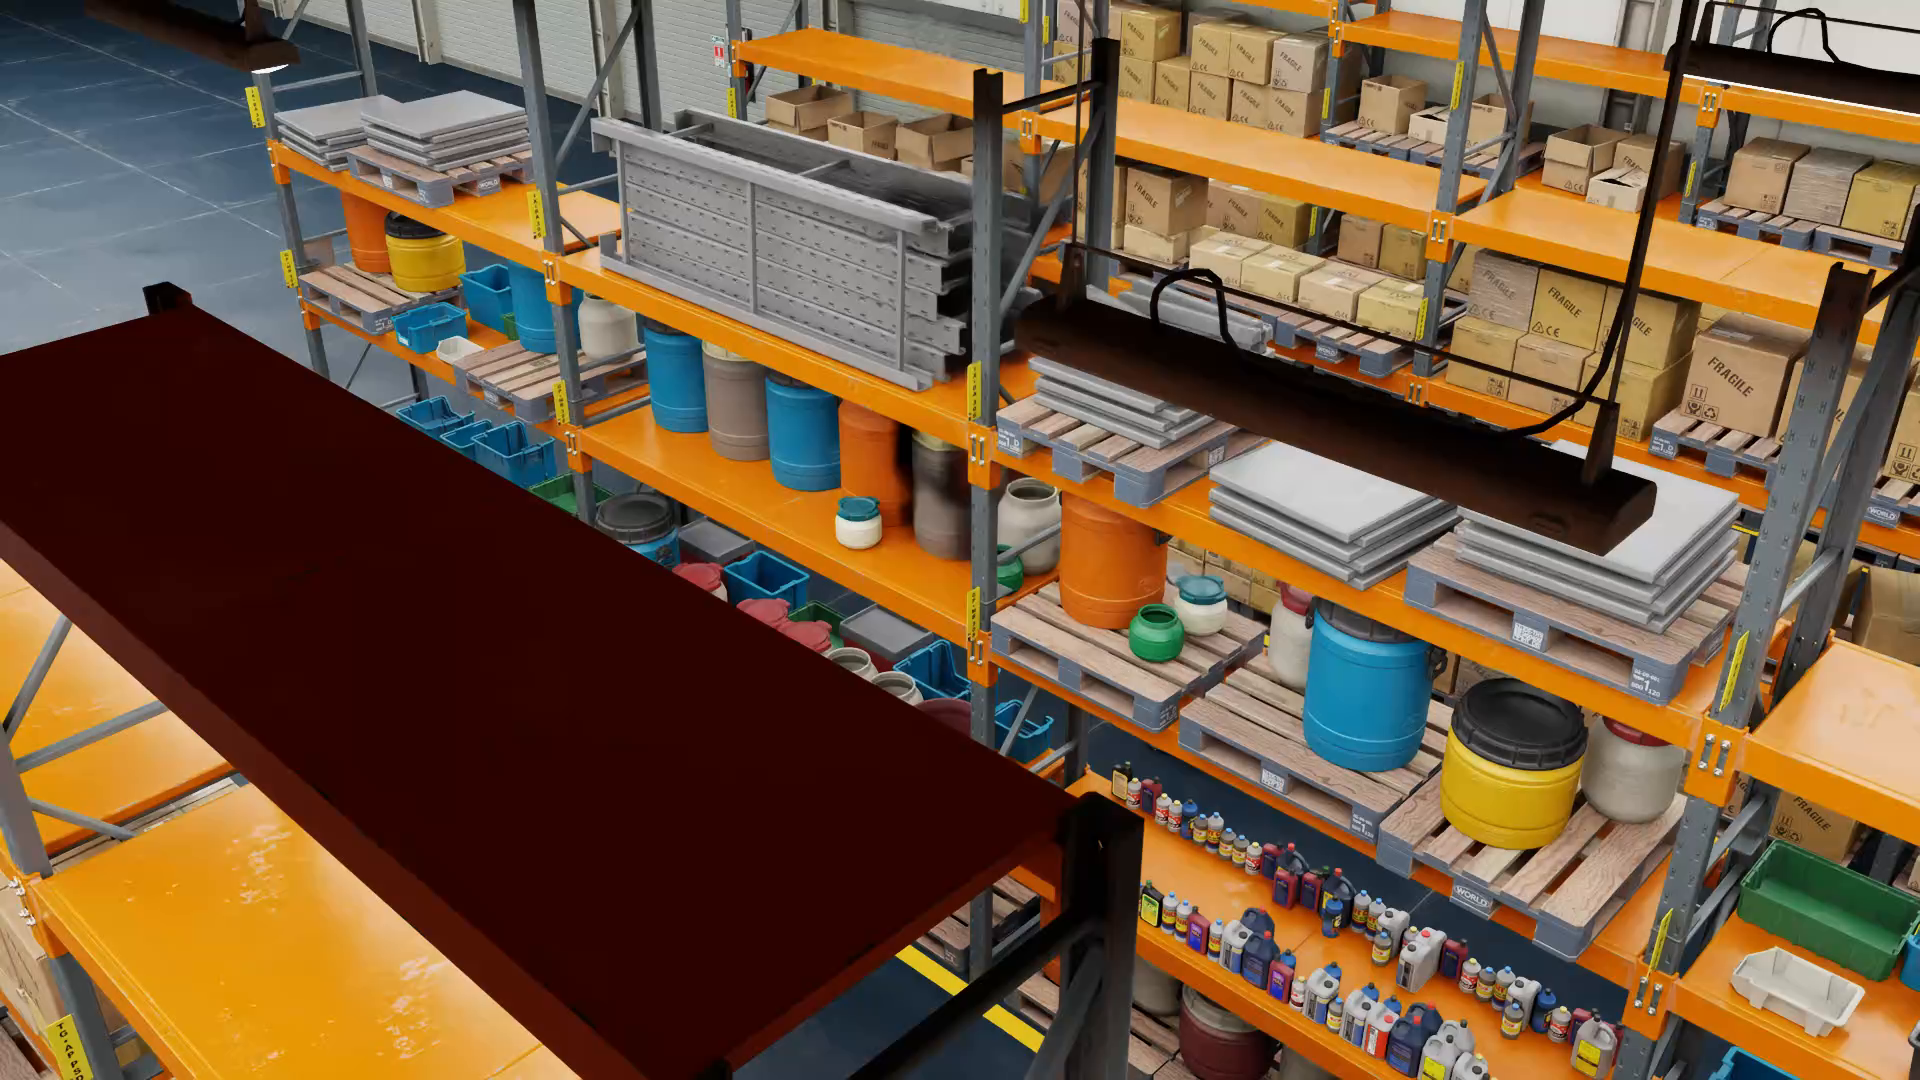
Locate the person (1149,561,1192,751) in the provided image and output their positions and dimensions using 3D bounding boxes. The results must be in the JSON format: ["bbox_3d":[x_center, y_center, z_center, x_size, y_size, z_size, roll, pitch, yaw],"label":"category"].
[{"bbox_3d":[1.550,0.899,12.942,0.528,1.653,0.589,23,36,34],"label":"person"}]

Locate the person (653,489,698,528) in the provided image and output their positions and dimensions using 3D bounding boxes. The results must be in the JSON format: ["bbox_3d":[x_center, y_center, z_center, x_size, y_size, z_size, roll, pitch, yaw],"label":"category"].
[{"bbox_3d":[-2.688,-0.570,15.604,0.595,1.612,0.742,-16,33,-26],"label":"person"}]
